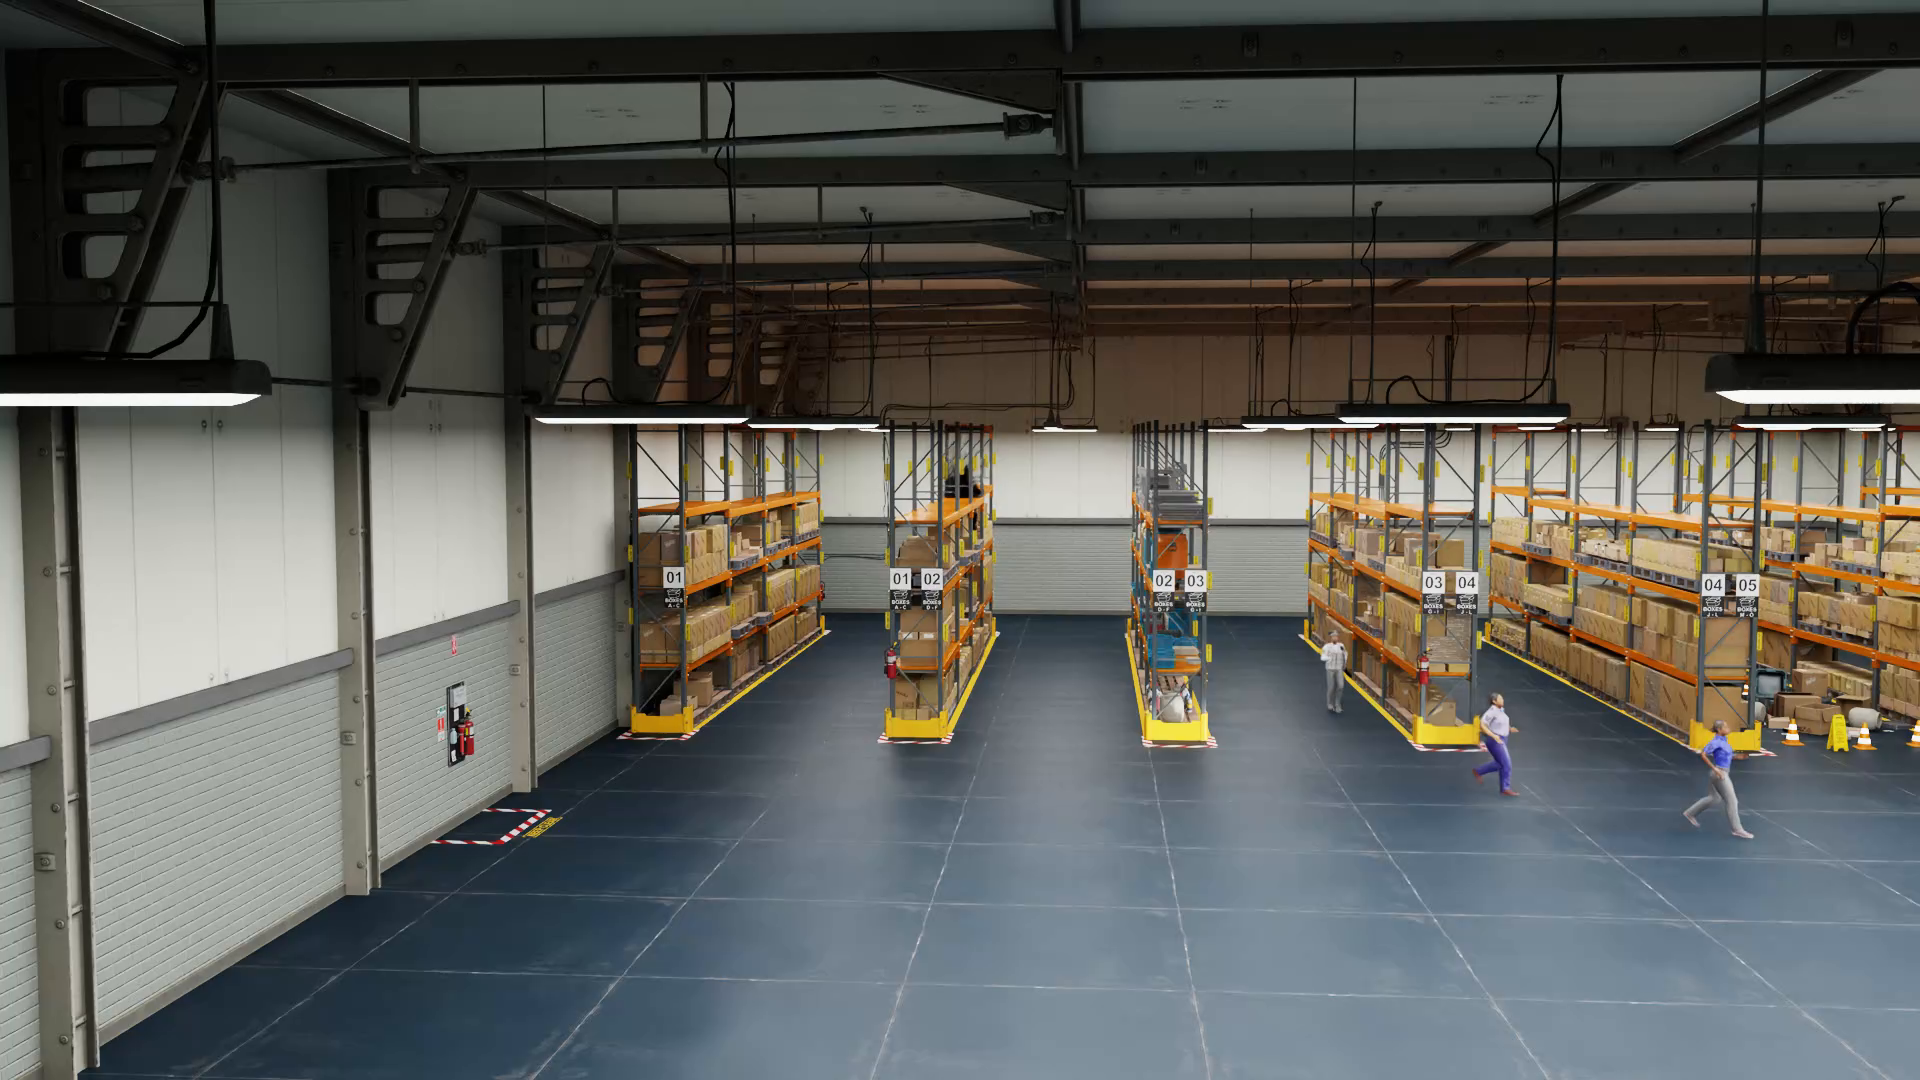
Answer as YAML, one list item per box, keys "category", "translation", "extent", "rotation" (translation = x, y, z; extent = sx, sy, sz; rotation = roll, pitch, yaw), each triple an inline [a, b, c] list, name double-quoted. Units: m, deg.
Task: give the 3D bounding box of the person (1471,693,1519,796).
- category: "person"
  translation: [8.534, 3.236, 26.523]
  extent: [0.803, 1.611, 0.620]
  rotation: [3, 4, 35]

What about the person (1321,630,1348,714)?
- category: "person"
  translation: [7.738, 2.709, 34.302]
  extent: [0.592, 1.734, 0.684]
  rotation: [0, 4, 2]

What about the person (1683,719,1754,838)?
- category: "person"
  translation: [10.813, 3.374, 23.688]
  extent: [0.941, 1.644, 0.575]
  rotation: [2, 4, 28]

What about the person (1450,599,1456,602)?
- category: "person"
  translation: [13.357, 1.971, 45.563]
  extent: [0.739, 1.807, 0.691]
  rotation: [1, 4, 15]
